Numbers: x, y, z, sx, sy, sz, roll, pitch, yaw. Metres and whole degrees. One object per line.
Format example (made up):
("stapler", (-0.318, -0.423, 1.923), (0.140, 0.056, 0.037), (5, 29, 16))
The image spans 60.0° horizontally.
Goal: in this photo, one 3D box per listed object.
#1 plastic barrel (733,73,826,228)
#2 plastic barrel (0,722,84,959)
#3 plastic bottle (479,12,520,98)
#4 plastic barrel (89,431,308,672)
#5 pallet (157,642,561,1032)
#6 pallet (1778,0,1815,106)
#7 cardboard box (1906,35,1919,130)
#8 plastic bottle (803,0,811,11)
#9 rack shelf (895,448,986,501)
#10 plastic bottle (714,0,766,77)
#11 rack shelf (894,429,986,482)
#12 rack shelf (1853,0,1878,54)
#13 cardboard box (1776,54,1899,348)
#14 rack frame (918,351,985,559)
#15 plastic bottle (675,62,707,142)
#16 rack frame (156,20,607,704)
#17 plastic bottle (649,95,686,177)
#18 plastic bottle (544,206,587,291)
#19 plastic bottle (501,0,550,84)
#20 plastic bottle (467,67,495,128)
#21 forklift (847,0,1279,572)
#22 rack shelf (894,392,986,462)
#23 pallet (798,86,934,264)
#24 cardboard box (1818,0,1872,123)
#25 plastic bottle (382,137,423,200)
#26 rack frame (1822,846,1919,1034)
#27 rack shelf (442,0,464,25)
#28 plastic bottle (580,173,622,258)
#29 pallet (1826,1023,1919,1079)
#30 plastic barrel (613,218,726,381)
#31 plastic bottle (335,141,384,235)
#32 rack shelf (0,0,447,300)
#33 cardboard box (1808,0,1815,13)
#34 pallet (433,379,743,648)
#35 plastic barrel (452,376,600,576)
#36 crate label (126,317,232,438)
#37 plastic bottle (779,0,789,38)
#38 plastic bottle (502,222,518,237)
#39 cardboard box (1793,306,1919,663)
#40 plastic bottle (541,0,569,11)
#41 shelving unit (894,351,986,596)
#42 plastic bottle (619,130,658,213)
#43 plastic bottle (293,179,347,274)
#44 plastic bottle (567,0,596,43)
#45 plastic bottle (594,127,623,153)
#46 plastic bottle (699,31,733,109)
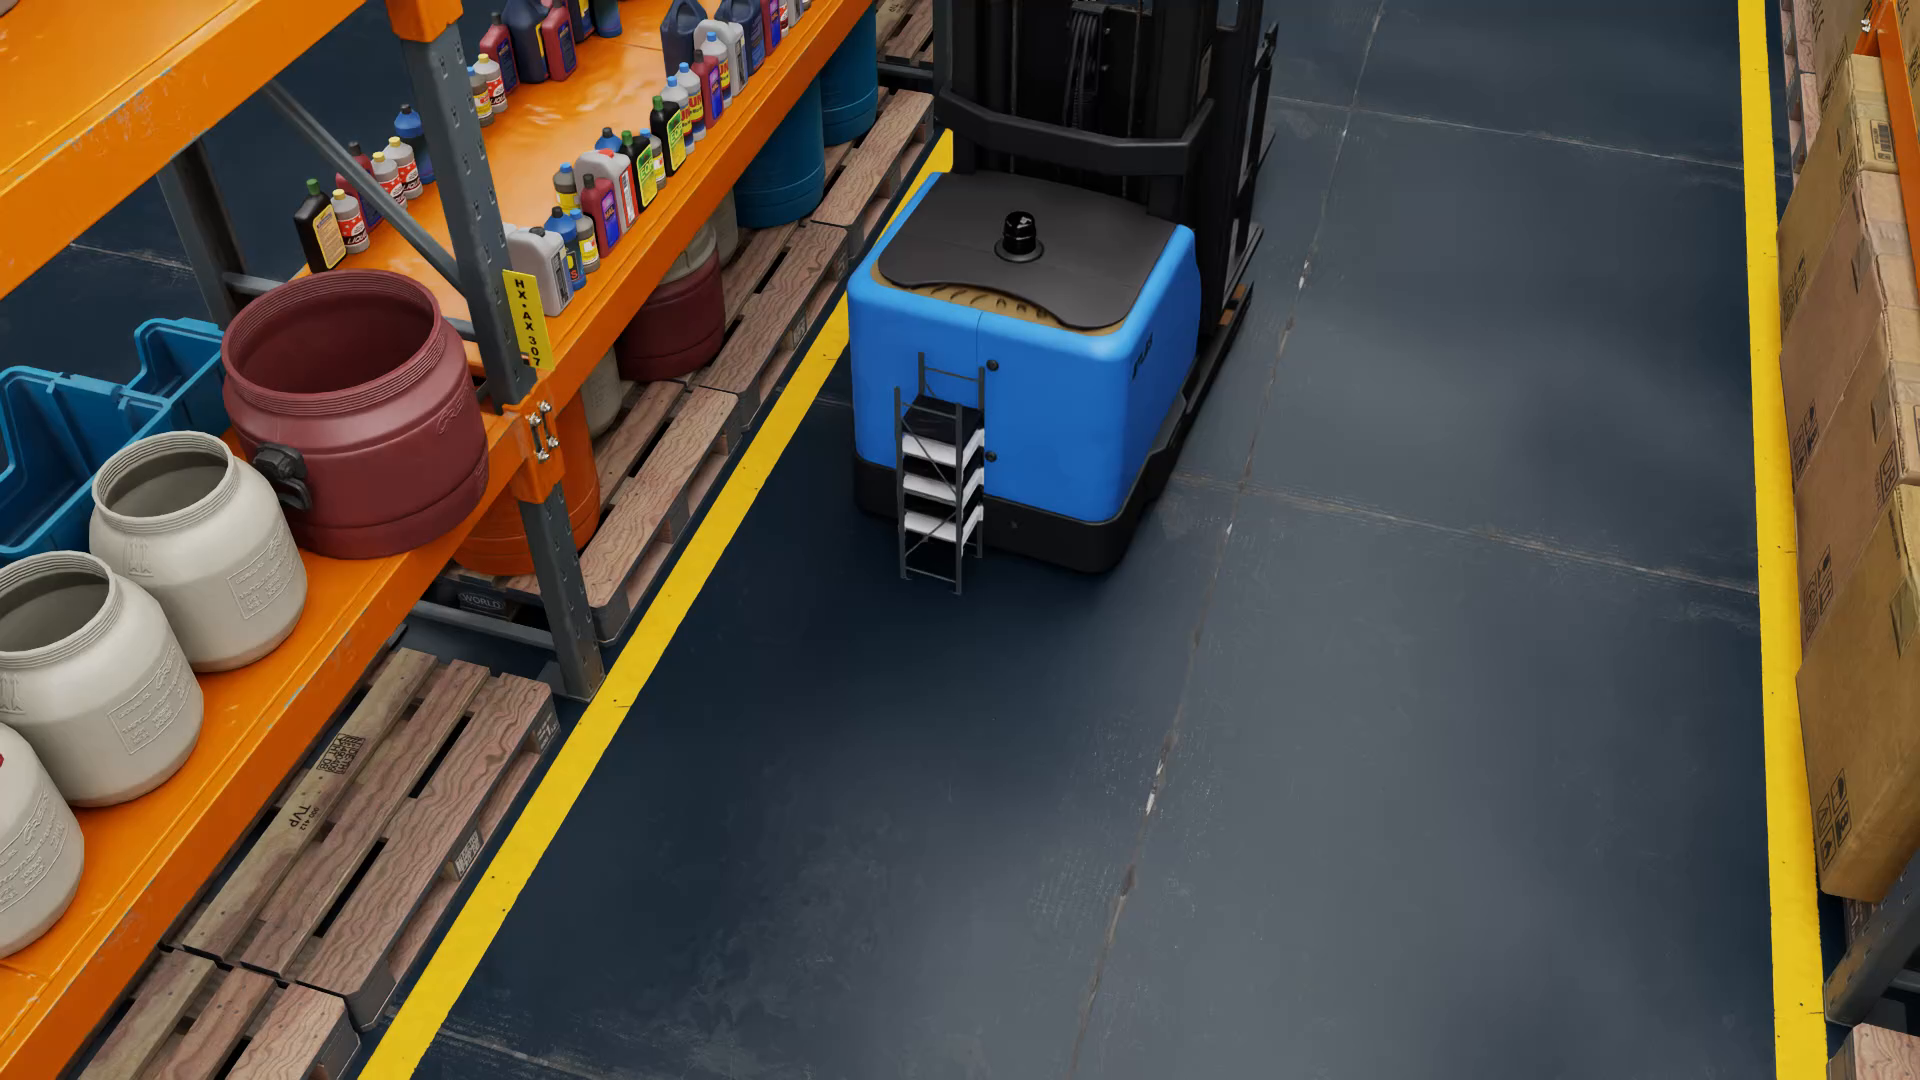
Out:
("plastic barrel", (-0.904, -1.894, 7.241), (0.600, 0.901, 0.708), (13, 46, 13))
("plastic barrel", (-2.079, 0.591, 3.405), (0.433, 0.535, 0.433), (0, 44, 0))
("plastic bottle", (-1.658, -1.739, 5.965), (0.061, 0.283, 0.133), (13, 46, 13))
("plastic barrel", (-1.828, 0.033, 3.992), (0.421, 0.512, 0.421), (0, 44, 0))
("pallet", (-1.991, 0.846, 5.234), (1.003, 0.211, 1.213), (13, 46, 13))
("pallet", (4.885, -2.585, 8.741), (1.003, 0.211, 1.213), (13, 46, 12))
("cardboard box", (3.683, -1.722, 5.794), (0.500, 0.500, 0.500), (13, 46, 13))
("plastic bottle", (-0.633, -2.170, 6.465), (0.097, 0.201, 0.097), (0, 44, 0))
("rack shelf", (-0.067, -0.258, 5.789), (0.258, 0.077, 0.200), (16, 47, 16))
("plastic bottle", (-0.808, -1.891, 6.073), (0.144, 0.351, 0.185), (13, 46, 13))
("rack shelf", (-0.067, -0.322, 5.726), (0.258, 0.077, 0.200), (16, 47, 16))
("rack shelf", (4.818, -3.352, 8.045), (1.077, 0.370, 4.000), (13, 46, 13))
("cardboard box", (4.037, -1.235, 6.587), (1.225, 0.875, 0.875), (13, 46, 13))
("rack frame", (-0.029, -0.283, 5.896), (0.240, 0.900, 0.006), (16, 47, 16))
("plastic bottle", (-0.939, -1.520, 5.751), (0.097, 0.271, 0.097), (0, 44, 0))
("rack frame", (-1.720, -0.658, 4.778), (1.000, 3.000, 0.127), (13, 46, 13))
("plastic bottle", (-0.986, -1.379, 5.597), (0.061, 0.283, 0.133), (13, 46, 13))
("plastic bottle", (-1.219, -0.904, 5.121), (0.097, 0.271, 0.097), (0, 44, 0))
("plastic bottle", (-1.570, -1.860, 6.041), (0.144, 0.351, 0.185), (13, 46, 13))
("plastic bottle", (-1.705, -1.564, 5.845), (0.097, 0.201, 0.097), (0, 44, 0))
("forklift", (0.623, -1.974, 6.172), (1.130, 2.935, 3.031), (16, 47, 16))
("rack shelf", (-0.067, -0.387, 5.663), (0.258, 0.077, 0.200), (16, 47, 16))
("pallet", (-0.782, -1.823, 7.962), (1.003, 0.211, 1.213), (13, 46, 13))
("cardboard box", (4.488, -2.089, 7.459), (0.875, 0.875, 0.875), (13, 46, 13))
("plastic bottle", (-1.852, -1.239, 5.514), (0.097, 0.201, 0.097), (0, 44, 0))
("rack frame", (3.001, 0.391, 3.706), (1.000, 3.000, 0.127), (13, 46, 13))
("rack shelf", (-1.114, -2.807, 5.343), (1.077, 0.370, 4.000), (13, 46, 13))
("plastic bottle", (-1.137, -1.046, 5.258), (0.061, 0.283, 0.133), (13, 46, 13))
("pallet", (2.763, 1.908, 4.149), (1.003, 0.211, 1.213), (13, 46, 13))
("plastic barrel", (-1.246, -1.029, 6.581), (0.600, 0.588, 0.708), (13, 46, 13))
("plastic bottle", (-1.934, -1.131, 5.344), (0.061, 0.283, 0.133), (13, 46, 13))
("rack shelf", (-2.325, -0.140, 2.618), (1.077, 0.370, 4.000), (13, 46, 13))
("cardboard box", (5.030, -3.282, 8.679), (0.875, 0.875, 0.875), (13, 46, 13))
("pallet", (-1.521, -0.196, 6.299), (1.003, 0.211, 1.213), (13, 46, 13))
("plastic barrel", (-1.588, -0.363, 5.727), (0.600, 0.830, 0.708), (13, 46, 13))
("crate label", (-2.204, -0.397, 4.631), (0.303, 0.233, 0.416), (13, 46, 13))
("plastic bottle", (-0.703, -2.015, 6.307), (0.097, 0.201, 0.097), (0, 44, 0))
("plastic bottle", (-1.425, -0.866, 5.079), (0.152, 0.276, 0.135), (13, 46, 13))
("cardboard box", (3.507, -0.048, 5.373), (1.225, 0.875, 0.875), (13, 46, 13))
("plastic bottle", (-1.503, -1.938, 6.169), (0.061, 0.283, 0.133), (13, 46, 13))
("shelving unit", (-0.067, -0.217, 5.829), (0.258, 0.900, 0.210), (16, 47, 16))
("plastic bottle", (-1.056, -1.225, 5.440), (0.061, 0.283, 0.133), (13, 46, 13))
("plastic bottle", (-2.004, -0.977, 5.187), (0.061, 0.283, 0.133), (13, 46, 13))
("plastic bottle", (-1.473, -2.072, 6.258), (0.144, 0.351, 0.185), (13, 46, 13))
("plastic bottle", (-1.137, -1.225, 5.449), (0.097, 0.271, 0.097), (0, 44, 0))
("plastic bottle", (-0.870, -1.674, 5.908), (0.097, 0.271, 0.097), (0, 44, 0))
